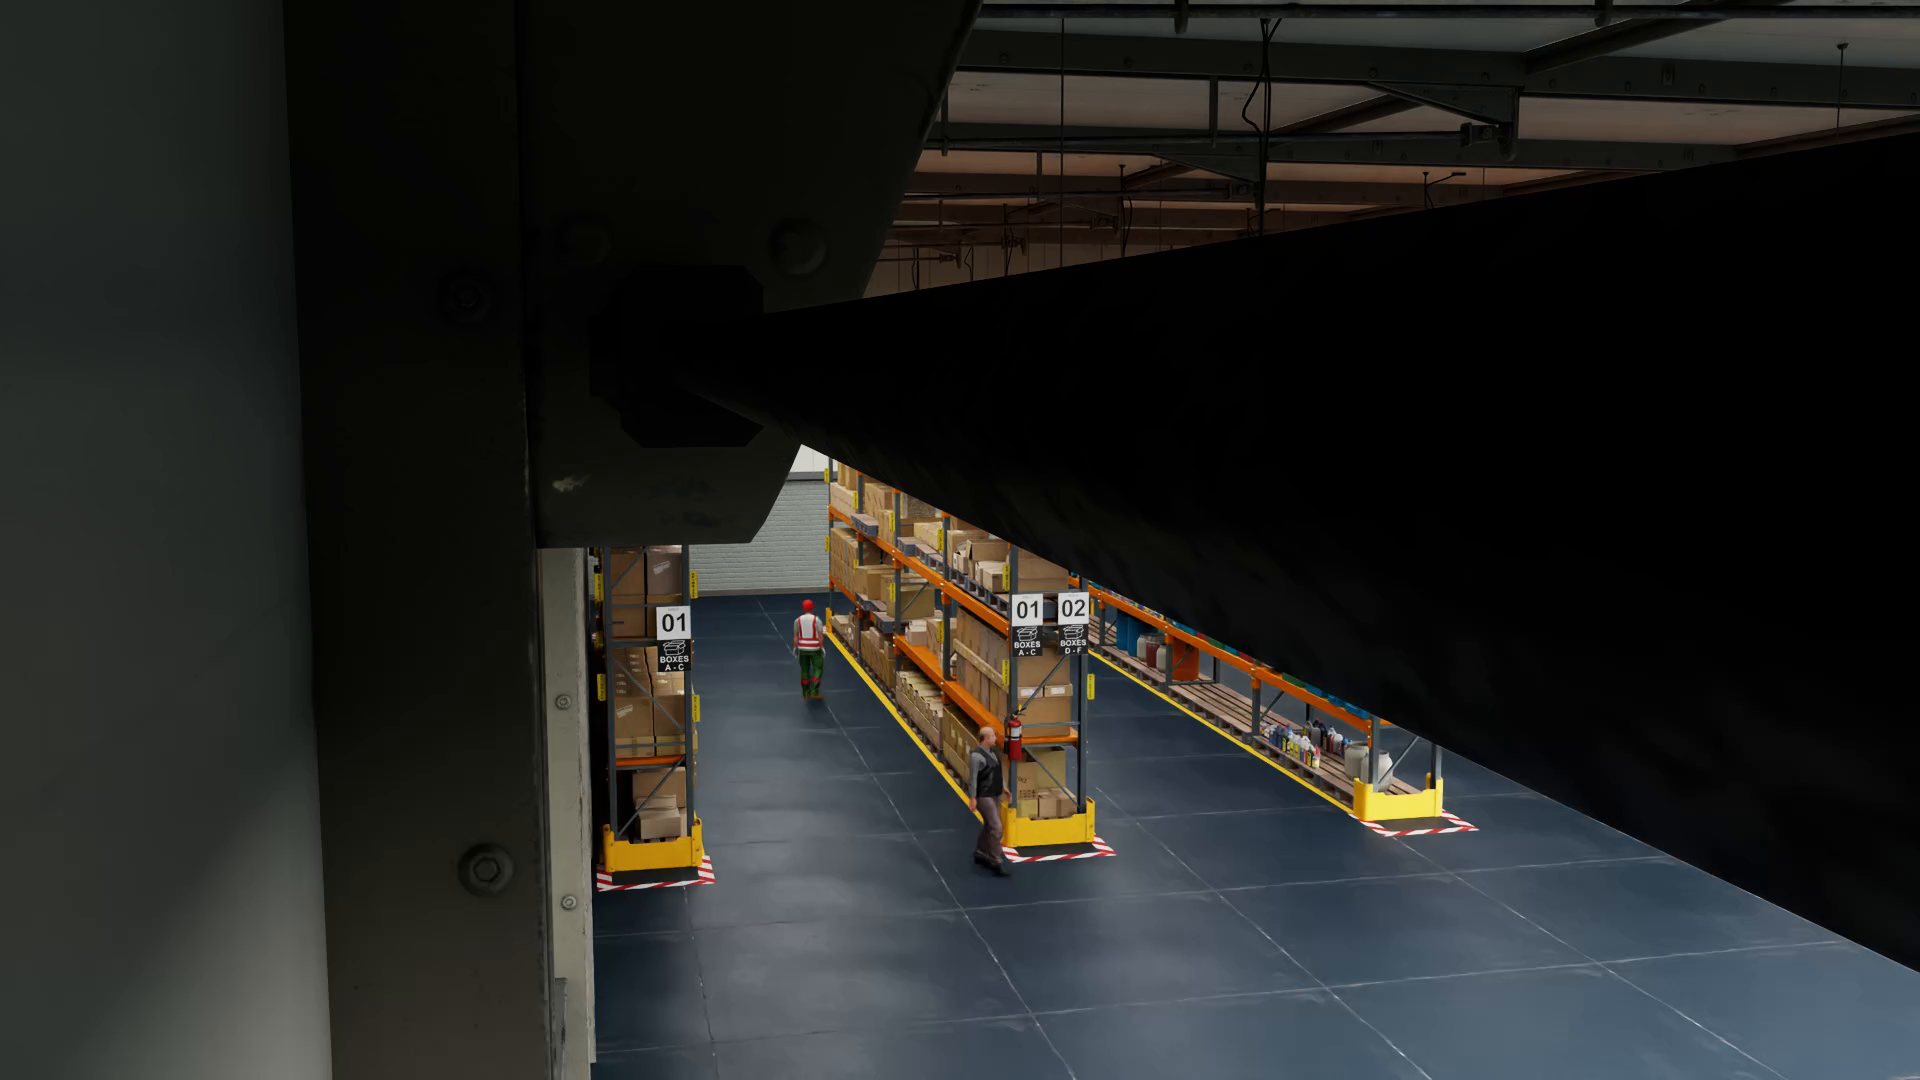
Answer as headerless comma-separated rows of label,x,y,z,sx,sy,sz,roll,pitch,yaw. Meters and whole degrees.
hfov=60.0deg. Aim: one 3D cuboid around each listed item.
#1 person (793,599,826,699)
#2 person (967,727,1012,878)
person,-2.679,1.949,29.518,0.592,1.787,0.520,1,7,12
person,0.415,3.115,19.994,0.606,1.737,0.550,3,7,24
